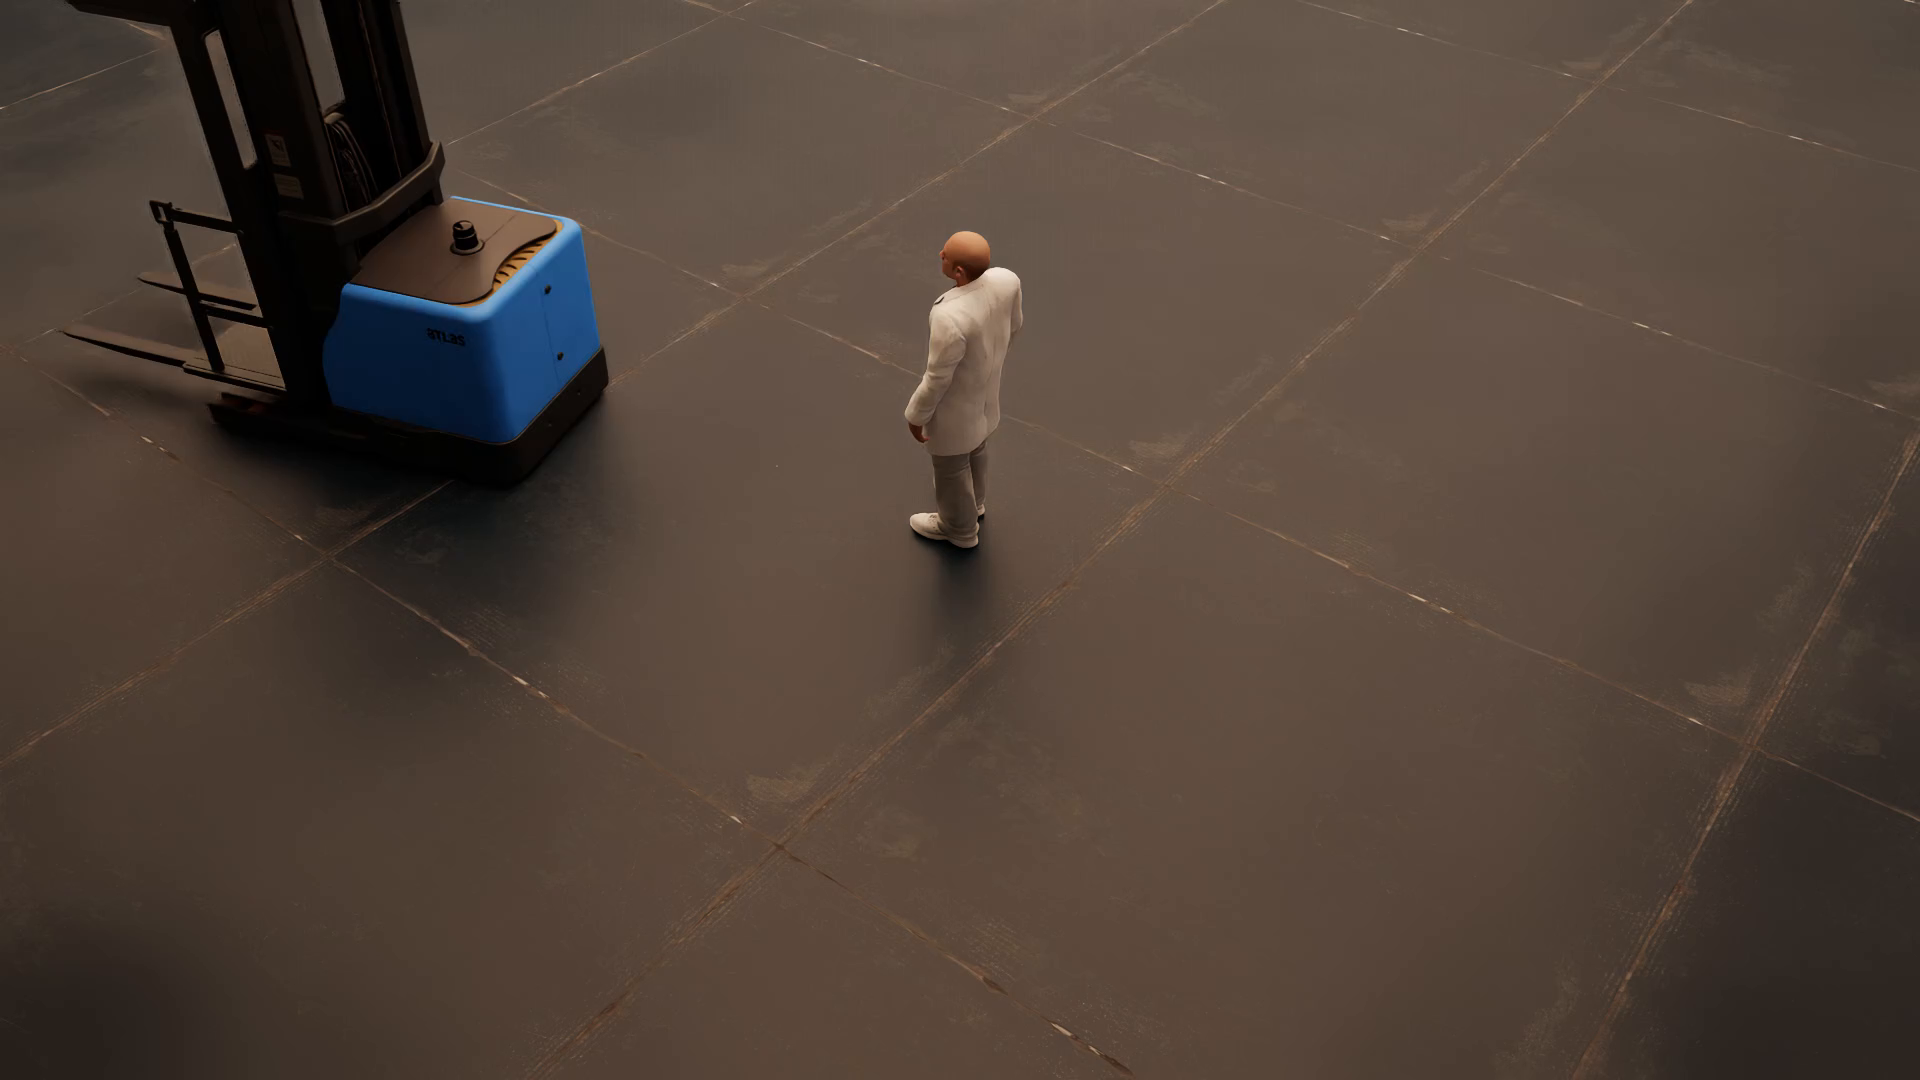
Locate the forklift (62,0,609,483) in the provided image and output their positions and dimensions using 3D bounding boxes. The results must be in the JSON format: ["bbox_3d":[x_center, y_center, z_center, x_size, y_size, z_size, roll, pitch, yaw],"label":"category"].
[{"bbox_3d":[-3.526,-1.995,8.414,3.031,2.935,1.130,13,42,15],"label":"forklift"}]

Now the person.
[{"bbox_3d":[-0.070,-0.720,7.796,0.578,1.778,0.696,26,47,28],"label":"person"}]
